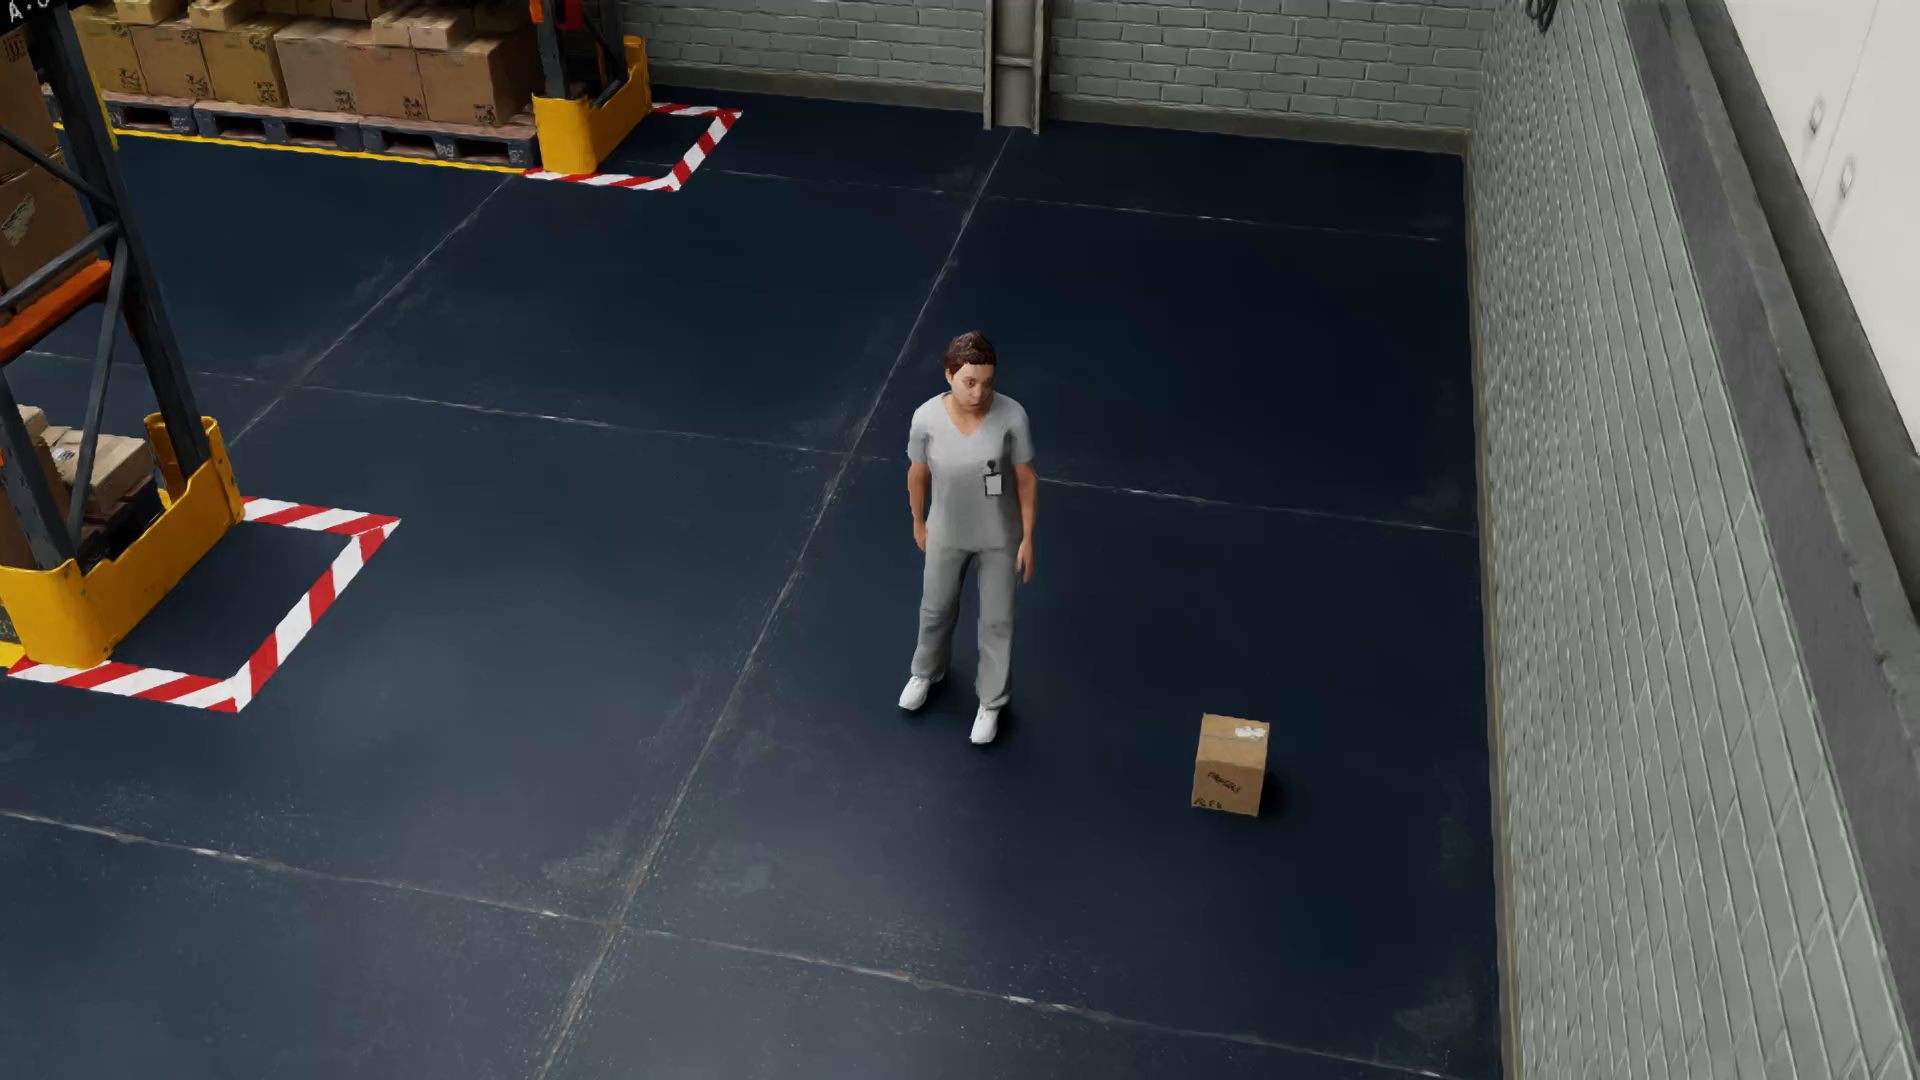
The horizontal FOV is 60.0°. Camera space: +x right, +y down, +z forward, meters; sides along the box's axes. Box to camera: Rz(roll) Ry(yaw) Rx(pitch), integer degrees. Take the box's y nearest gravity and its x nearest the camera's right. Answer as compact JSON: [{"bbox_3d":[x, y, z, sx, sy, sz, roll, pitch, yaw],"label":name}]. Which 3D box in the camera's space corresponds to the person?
[{"bbox_3d":[0.019,-0.002,6.128,0.525,1.669,0.468,3,37,3],"label":"person"}]
